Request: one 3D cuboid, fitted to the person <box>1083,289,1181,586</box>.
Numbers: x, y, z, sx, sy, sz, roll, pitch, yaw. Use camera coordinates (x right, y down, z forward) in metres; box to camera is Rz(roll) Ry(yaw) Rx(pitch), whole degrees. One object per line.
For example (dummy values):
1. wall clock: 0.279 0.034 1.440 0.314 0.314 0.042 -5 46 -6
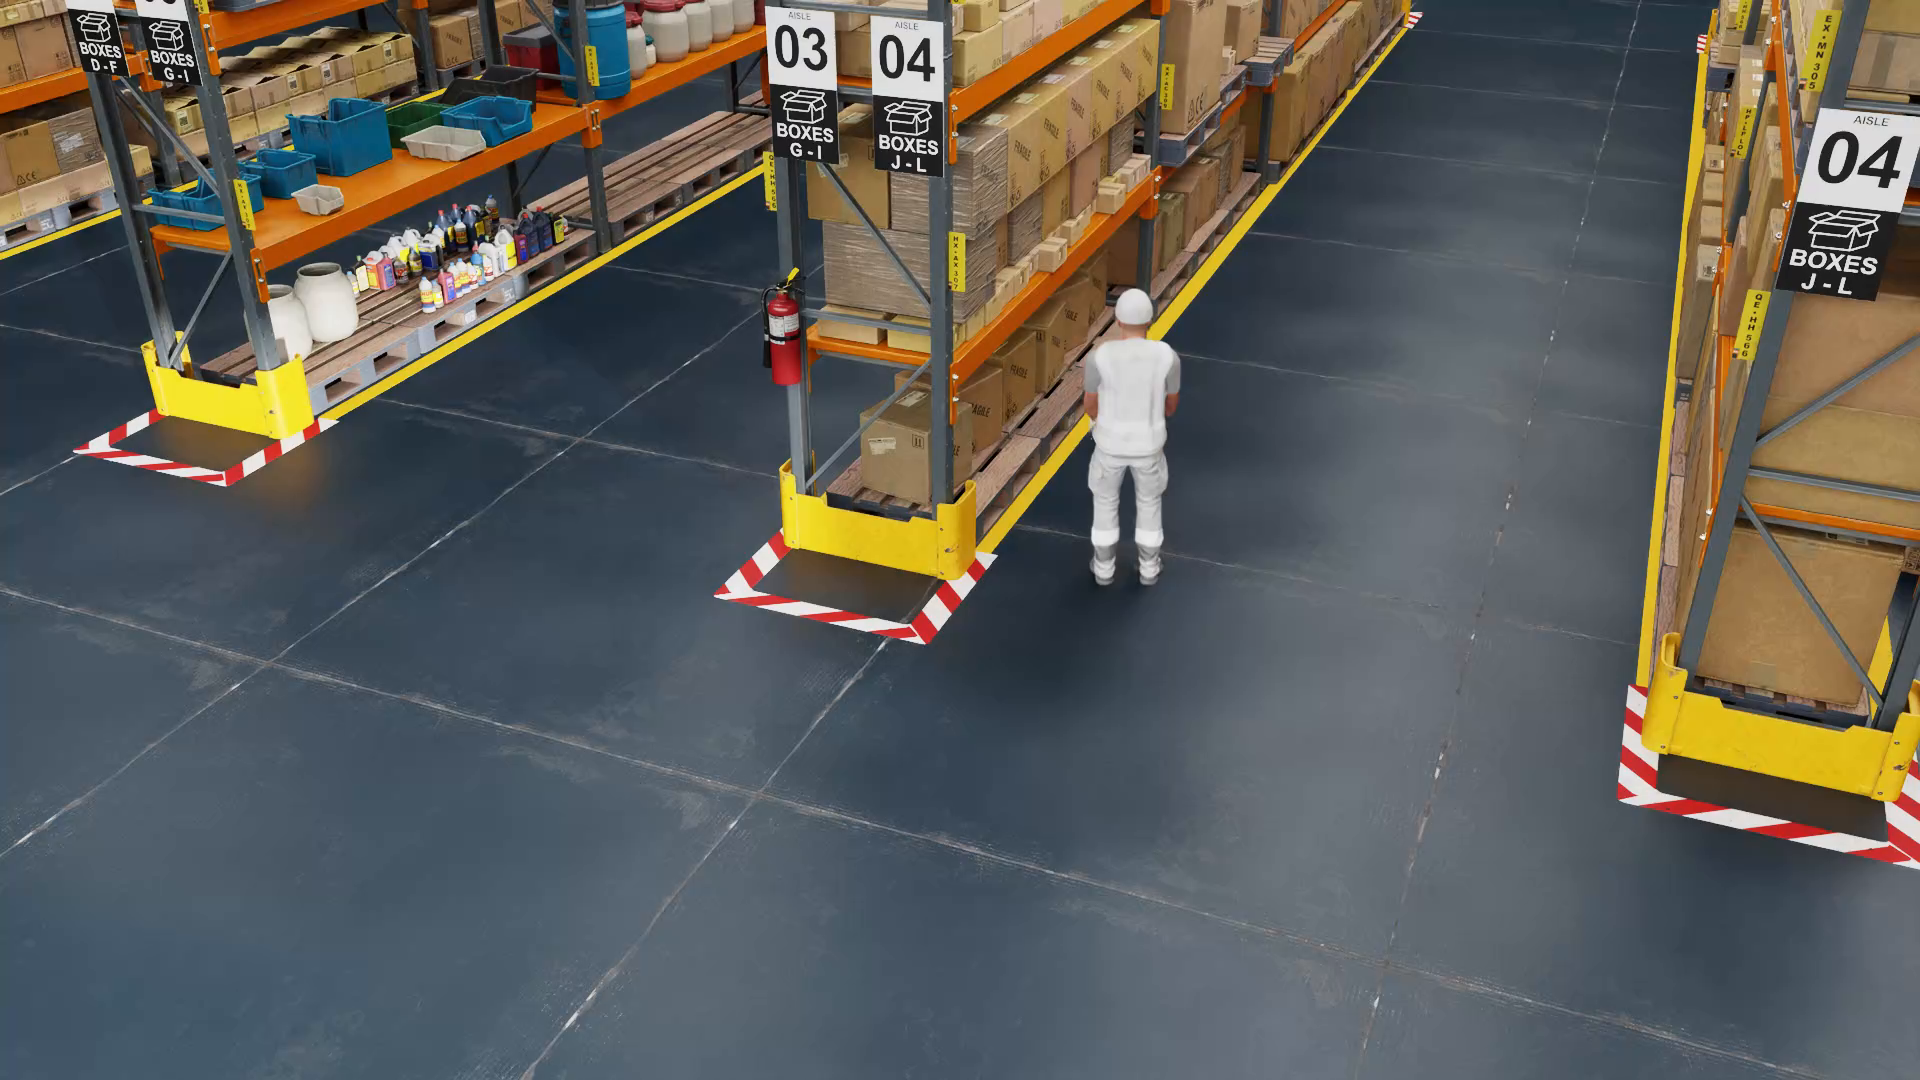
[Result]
1. person: 0.949 -0.573 9.392 0.534 1.792 0.462 1 29 2
